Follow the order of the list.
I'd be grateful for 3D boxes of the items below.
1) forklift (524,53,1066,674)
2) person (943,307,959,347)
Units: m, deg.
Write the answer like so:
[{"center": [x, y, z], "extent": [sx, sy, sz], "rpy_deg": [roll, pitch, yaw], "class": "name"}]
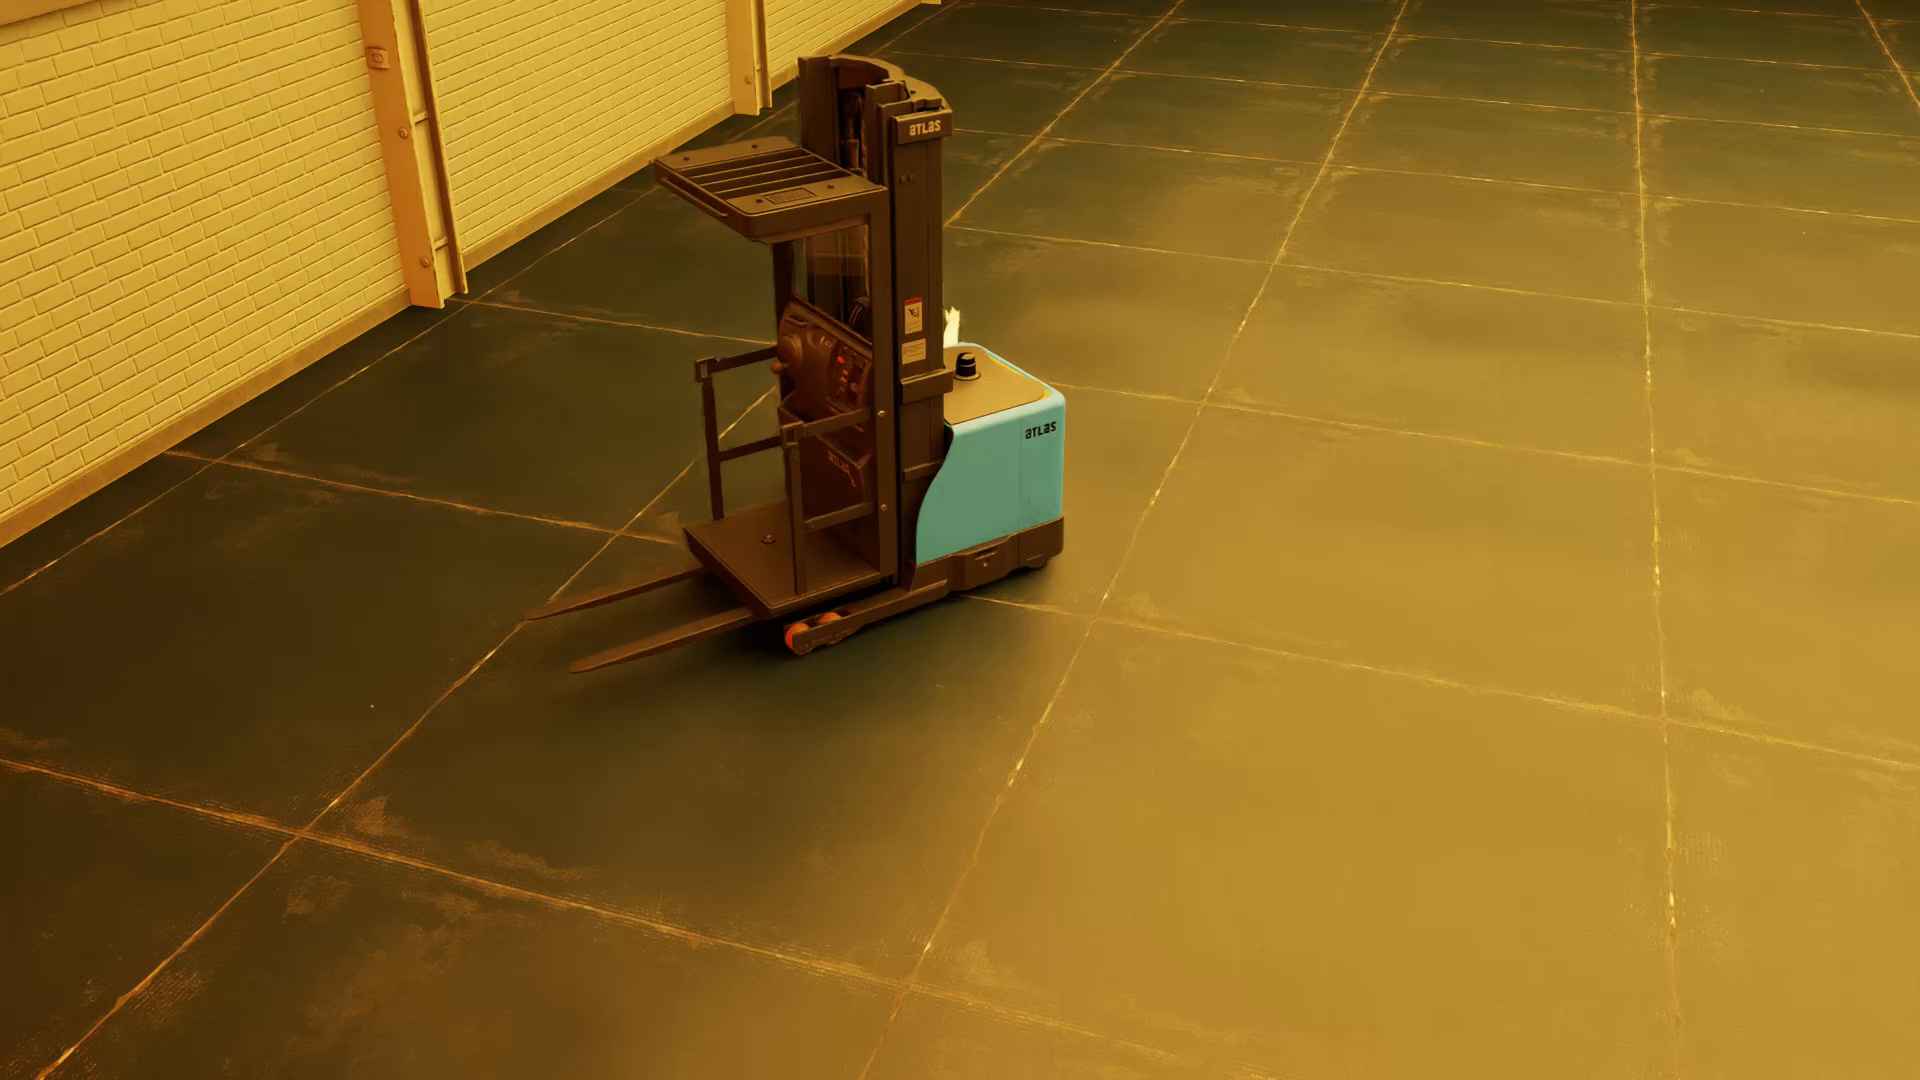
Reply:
[{"center": [-0.899, -0.953, 8.808], "extent": [3.031, 2.935, 1.130], "rpy_deg": [-18, 34, -29], "class": "forklift"}, {"center": [-0.318, -1.051, 10.613], "extent": [0.686, 1.367, 1.308], "rpy_deg": [-3, 30, -6], "class": "person"}]
